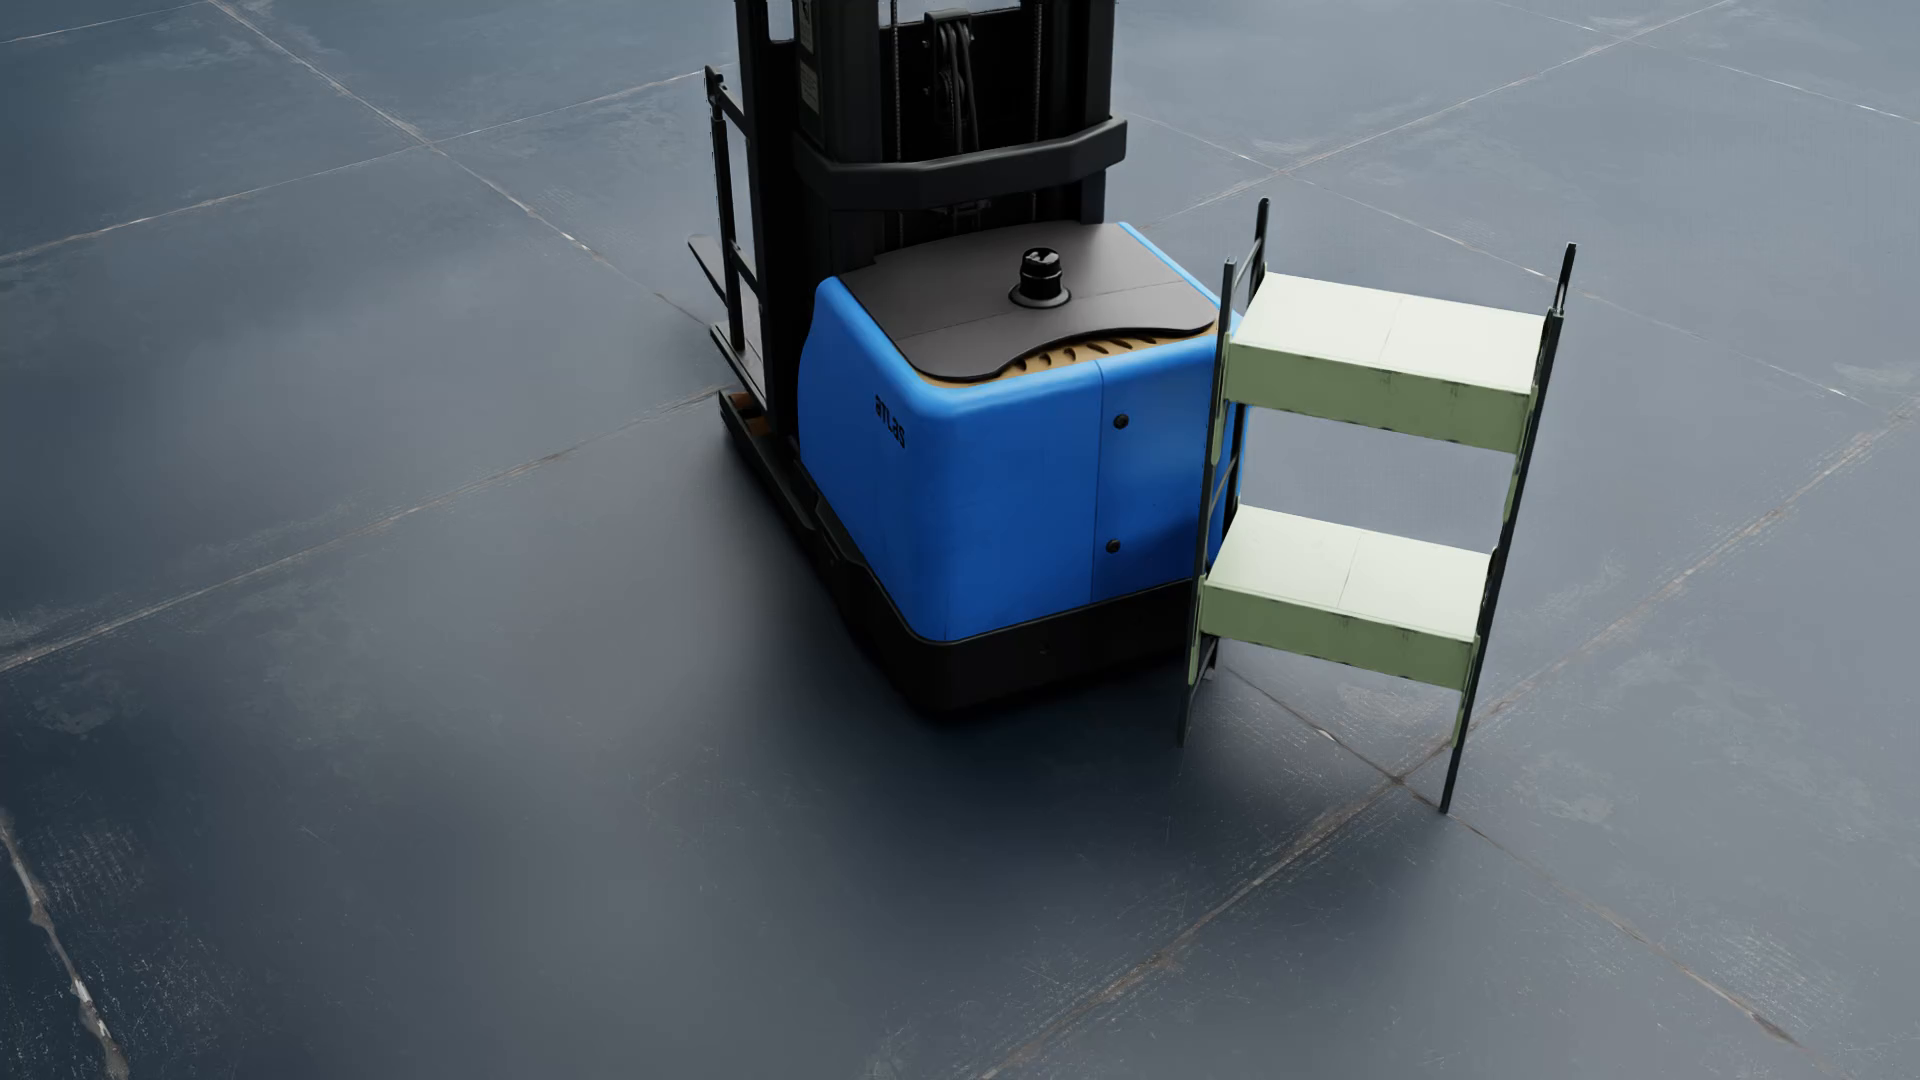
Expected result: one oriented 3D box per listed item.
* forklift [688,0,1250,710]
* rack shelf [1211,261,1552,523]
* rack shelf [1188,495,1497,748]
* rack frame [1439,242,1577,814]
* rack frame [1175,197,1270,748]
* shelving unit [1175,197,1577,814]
[{"bbox_3d":[-0.224,-1.557,5.192,1.130,2.935,3.031,-14,38,-19],"label":"forklift"},{"bbox_3d":[1.033,-0.376,4.089,0.720,0.370,0.431,12,37,17],"label":"rack shelf"},{"bbox_3d":[1.033,0.208,4.503,0.720,0.370,0.431,12,37,17],"label":"rack shelf"},{"bbox_3d":[1.375,0.018,4.208,0.023,1.500,0.400,12,37,17],"label":"rack frame"},{"bbox_3d":[0.691,-0.133,4.421,0.023,1.500,0.400,12,37,17],"label":"rack frame"},{"bbox_3d":[1.033,-0.058,4.314,0.755,1.500,0.431,12,37,17],"label":"shelving unit"}]
